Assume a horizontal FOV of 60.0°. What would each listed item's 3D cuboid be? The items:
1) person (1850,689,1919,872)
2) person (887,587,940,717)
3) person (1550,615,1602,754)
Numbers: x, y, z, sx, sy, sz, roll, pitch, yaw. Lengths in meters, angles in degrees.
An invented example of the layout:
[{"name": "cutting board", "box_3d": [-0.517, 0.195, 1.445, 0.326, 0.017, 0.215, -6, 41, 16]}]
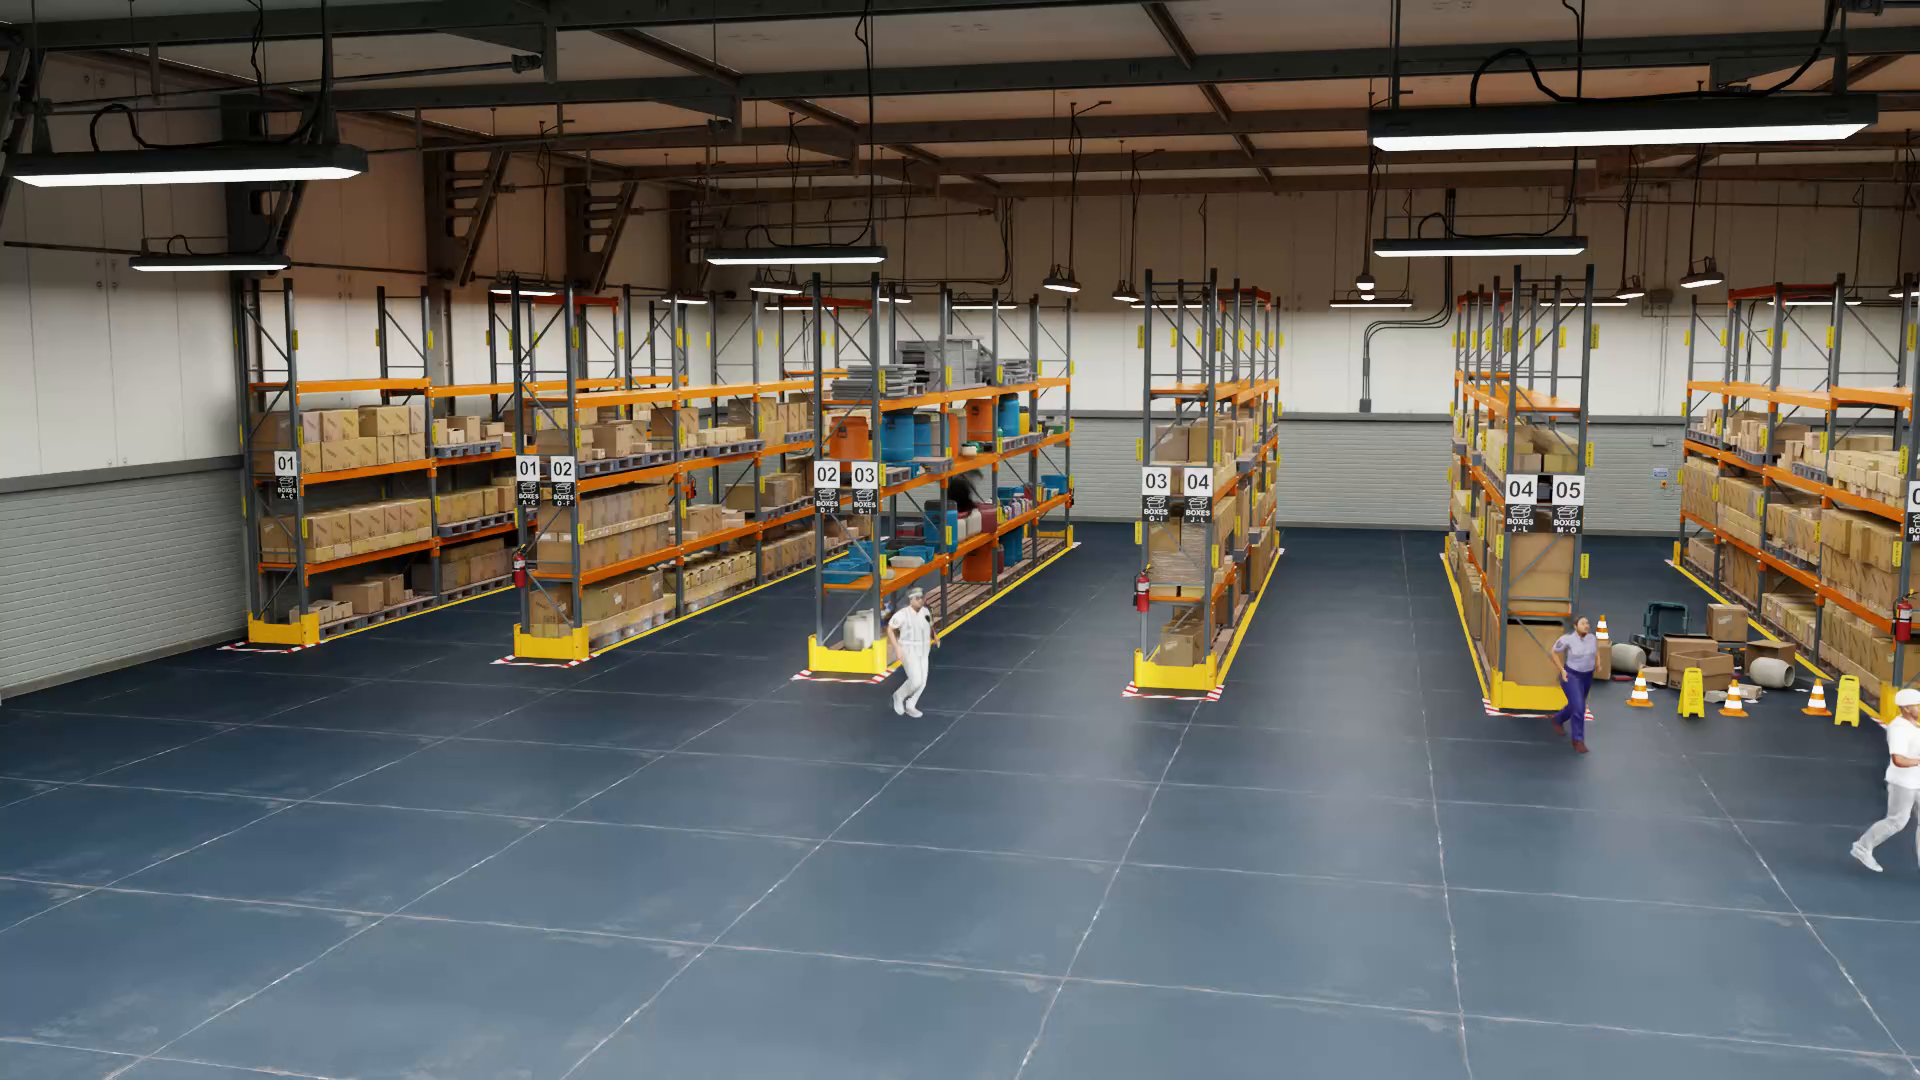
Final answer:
[{"name": "person", "box_3d": [8.765, 2.261, 15.379, 0.691, 1.784, 0.867, -6, 9, -43]}, {"name": "person", "box_3d": [-0.569, 1.492, 22.127, 0.671, 1.750, 0.591, -6, 9, -43]}, {"name": "person", "box_3d": [7.593, 1.740, 20.550, 0.604, 1.664, 0.825, -3, 7, -21]}]
